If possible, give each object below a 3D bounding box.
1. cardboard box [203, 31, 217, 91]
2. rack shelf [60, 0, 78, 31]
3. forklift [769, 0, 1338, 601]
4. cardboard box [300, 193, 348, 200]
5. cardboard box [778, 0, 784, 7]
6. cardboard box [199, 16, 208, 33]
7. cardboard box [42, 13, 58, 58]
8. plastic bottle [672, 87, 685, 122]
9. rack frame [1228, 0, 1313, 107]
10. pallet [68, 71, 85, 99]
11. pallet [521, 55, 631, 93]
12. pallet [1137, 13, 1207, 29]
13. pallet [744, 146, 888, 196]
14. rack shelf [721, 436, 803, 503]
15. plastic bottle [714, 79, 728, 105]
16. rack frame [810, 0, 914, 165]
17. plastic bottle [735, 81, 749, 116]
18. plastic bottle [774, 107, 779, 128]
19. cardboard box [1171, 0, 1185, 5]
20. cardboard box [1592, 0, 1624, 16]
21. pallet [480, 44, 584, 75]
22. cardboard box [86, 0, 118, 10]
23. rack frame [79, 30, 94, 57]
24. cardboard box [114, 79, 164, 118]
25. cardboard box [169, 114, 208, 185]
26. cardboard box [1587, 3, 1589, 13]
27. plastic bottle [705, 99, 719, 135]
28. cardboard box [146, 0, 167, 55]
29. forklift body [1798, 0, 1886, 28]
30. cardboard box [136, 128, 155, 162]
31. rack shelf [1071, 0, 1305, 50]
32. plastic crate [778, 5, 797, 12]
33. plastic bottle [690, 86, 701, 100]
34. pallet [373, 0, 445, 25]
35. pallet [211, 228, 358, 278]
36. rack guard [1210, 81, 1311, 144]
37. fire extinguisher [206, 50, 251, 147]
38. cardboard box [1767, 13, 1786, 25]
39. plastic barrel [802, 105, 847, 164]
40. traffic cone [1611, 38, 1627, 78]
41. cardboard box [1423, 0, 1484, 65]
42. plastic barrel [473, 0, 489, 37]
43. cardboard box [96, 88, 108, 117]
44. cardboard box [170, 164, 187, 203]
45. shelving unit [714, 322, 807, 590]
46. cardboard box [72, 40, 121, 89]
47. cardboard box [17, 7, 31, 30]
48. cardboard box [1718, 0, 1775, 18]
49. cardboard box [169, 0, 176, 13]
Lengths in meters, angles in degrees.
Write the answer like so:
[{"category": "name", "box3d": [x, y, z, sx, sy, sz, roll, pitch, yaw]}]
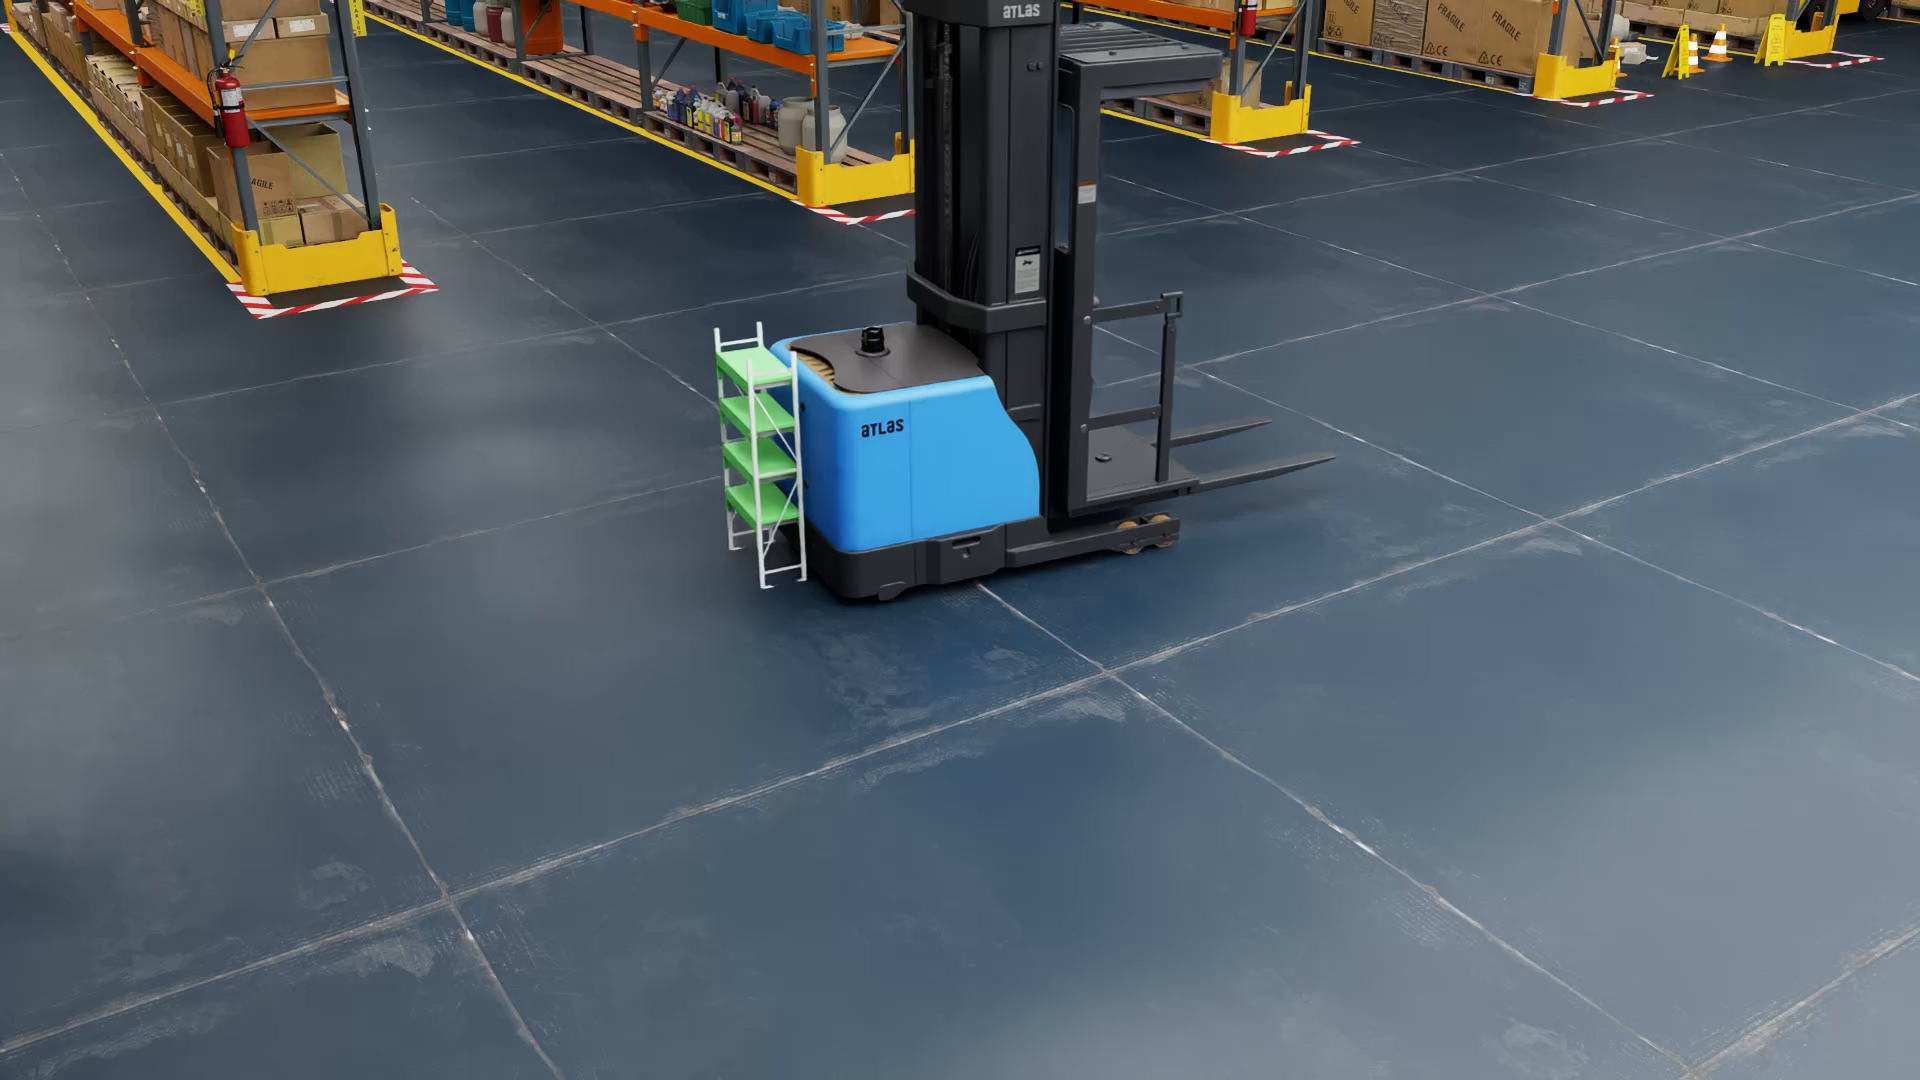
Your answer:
[{"category": "cardboard box", "box3d": [-5.550, -3.815, 13.200, 0.700, 0.500, 0.500, -15, 29, -28]}, {"category": "rack shelf", "box3d": [-10.475, -6.664, 20.196, 1.077, 0.370, 4.000, -16, 29, -30]}, {"category": "forklift", "box3d": [0.585, -1.443, 8.374, 3.031, 2.935, 1.130, -11, 28, -23]}, {"category": "cardboard box", "box3d": [-5.398, -2.781, 13.856, 0.500, 0.250, 0.500, -16, 29, -30]}, {"category": "cardboard box", "box3d": [-2.410, -8.698, 25.657, 1.225, 0.875, 0.875, -17, 30, -31]}, {"category": "cardboard box", "box3d": [-5.668, -4.028, 12.893, 0.380, 0.149, 0.250, -16, 30, -30]}, {"category": "cardboard box", "box3d": [-11.506, -6.544, 21.511, 0.500, 0.500, 0.500, -17, 30, -32]}, {"category": "plastic bottle", "box3d": [-2.954, -4.612, 17.594, 0.144, 0.351, 0.185, -15, 29, -28]}, {"category": "rack frame", "box3d": [3.286, -5.720, 17.353, 1.000, 3.000, 0.127, -16, 29, -30]}, {"category": "pallet", "box3d": [-10.421, -5.725, 20.630, 1.003, 0.211, 1.213, -16, 29, -30]}, {"category": "pallet", "box3d": [-4.840, -5.880, 20.959, 1.003, 0.211, 1.213, -16, 29, -30]}, {"category": "pallet", "box3d": [3.497, -8.141, 25.747, 1.003, 0.211, 1.213, -16, 29, -30]}, {"category": "pallet", "box3d": [-1.383, -3.613, 16.156, 1.003, 0.211, 1.213, -16, 29, -30]}, {"category": "rack shelf", "box3d": [-0.984, -0.359, 8.252, 0.258, 0.148, 0.480, -12, 28, -23]}, {"category": "plastic bottle", "box3d": [-2.575, -4.801, 17.993, 0.144, 0.351, 0.185, -16, 29, -30]}, {"category": "rack frame", "box3d": [-0.863, -4.566, 14.908, 1.000, 3.000, 0.127, -16, 29, -30]}, {"category": "plastic bottle", "box3d": [-2.349, -4.766, 17.919, 0.144, 0.351, 0.185, -17, 30, -32]}, {"category": "plastic bottle", "box3d": [-1.888, -4.414, 17.350, 0.097, 0.201, 0.097, 0, 25, 0]}, {"category": "cardboard box", "box3d": [2.519, -5.920, 18.072, 0.380, 0.149, 0.250, -16, 29, -30]}, {"category": "cardboard box", "box3d": [9.803, -7.944, 24.794, 0.500, 0.250, 0.500, -14, 29, -27]}, {"category": "pallet", "box3d": [-5.696, -6.438, 22.141, 1.003, 0.211, 1.213, -16, 29, -30]}, {"category": "cardboard box", "box3d": [-9.057, -5.869, 17.773, 0.500, 0.311, 0.500, -16, 30, -30]}, {"category": "rack frame", "box3d": [-9.383, -6.274, 18.527, 1.000, 3.000, 0.127, -16, 29, -30]}, {"category": "cardboard box", "box3d": [-8.220, -4.485, 16.810, 0.500, 0.311, 0.500, -16, 29, -30]}, {"category": "cardboard box", "box3d": [-6.388, -3.354, 14.192, 0.500, 0.500, 0.500, -16, 29, -30]}, {"category": "cardboard box", "box3d": [8.851, -7.631, 24.325, 0.500, 0.500, 0.500, 3, 25, 6]}, {"category": "plastic bottle", "box3d": [-2.517, -4.326, 16.988, 0.144, 0.351, 0.185, -14, 29, -27]}, {"category": "cardboard box", "box3d": [-6.952, -4.731, 15.142, 0.700, 0.500, 0.500, -16, 30, -31]}, {"category": "forklift body", "box3d": [13.183, -9.057, 25.416, 2.313, 2.155, 1.214, -16, 29, -30]}, {"category": "cardboard box", "box3d": [-7.668, -3.871, 16.165, 0.500, 0.250, 0.500, -16, 30, -30]}, {"category": "rack shelf", "box3d": [2.195, -6.110, 19.022, 1.077, 0.370, 4.000, -16, 29, -30]}, {"category": "plastic crate", "box3d": [-1.948, -5.355, 16.890, 0.530, 0.136, 0.437, -16, 29, -30]}, {"category": "plastic bottle", "box3d": [-2.833, -4.646, 17.665, 0.144, 0.351, 0.185, -16, 29, -30]}, {"category": "pallet", "box3d": [-8.518, -8.288, 26.059, 1.003, 0.211, 1.213, -16, 29, -30]}, {"category": "pallet", "box3d": [-5.468, -2.416, 13.620, 1.003, 0.211, 1.213, -16, 29, -30]}, {"category": "rack guard", "box3d": [3.245, -4.617, 17.944, 1.175, 0.500, 0.348, -16, 29, -30]}, {"category": "fire extinguisher", "box3d": [-5.340, -3.227, 12.163, 0.296, 0.674, 0.183, -16, 29, -30]}, {"category": "cardboard box", "box3d": [11.381, -7.329, 23.490, 0.500, 0.250, 0.500, -16, 30, -30]}, {"category": "plastic barrel", "box3d": [-1.287, -3.848, 15.810, 0.421, 0.512, 0.421, 0, 25, 0]}, {"category": "traffic cone", "box3d": [8.397, -6.213, 21.370, 0.336, 0.463, 0.334, -16, 29, -30]}, {"category": "cardboard box", "box3d": [6.590, -6.610, 21.236, 0.875, 0.875, 0.875, -16, 30, -30]}, {"category": "plastic barrel", "box3d": [-6.512, -7.248, 23.012, 0.421, 0.512, 0.421, 0, 25, 0]}, {"category": "cardboard box", "box3d": [-9.068, -4.785, 18.102, 0.500, 0.250, 0.500, -16, 30, -31]}, {"category": "cardboard box", "box3d": [-6.663, -3.193, 14.730, 0.500, 0.250, 0.500, -16, 29, -30]}, {"category": "shelving unit", "box3d": [-0.984, -0.416, 8.225, 0.258, 1.200, 0.503, -12, 28, -23]}, {"category": "cardboard box", "box3d": [-10.090, -5.623, 19.559, 0.500, 0.500, 0.500, -14, 29, -28]}, {"category": "cardboard box", "box3d": [-13.145, -7.473, 23.772, 0.500, 0.250, 0.500, -16, 29, -30]}, {"category": "cardboard box", "box3d": [10.934, -7.541, 23.061, 0.500, 0.500, 0.500, -15, 29, -29]}, {"category": "cardboard box", "box3d": [-6.366, -4.488, 13.865, 0.380, 0.149, 0.250, -16, 30, -30]}]
